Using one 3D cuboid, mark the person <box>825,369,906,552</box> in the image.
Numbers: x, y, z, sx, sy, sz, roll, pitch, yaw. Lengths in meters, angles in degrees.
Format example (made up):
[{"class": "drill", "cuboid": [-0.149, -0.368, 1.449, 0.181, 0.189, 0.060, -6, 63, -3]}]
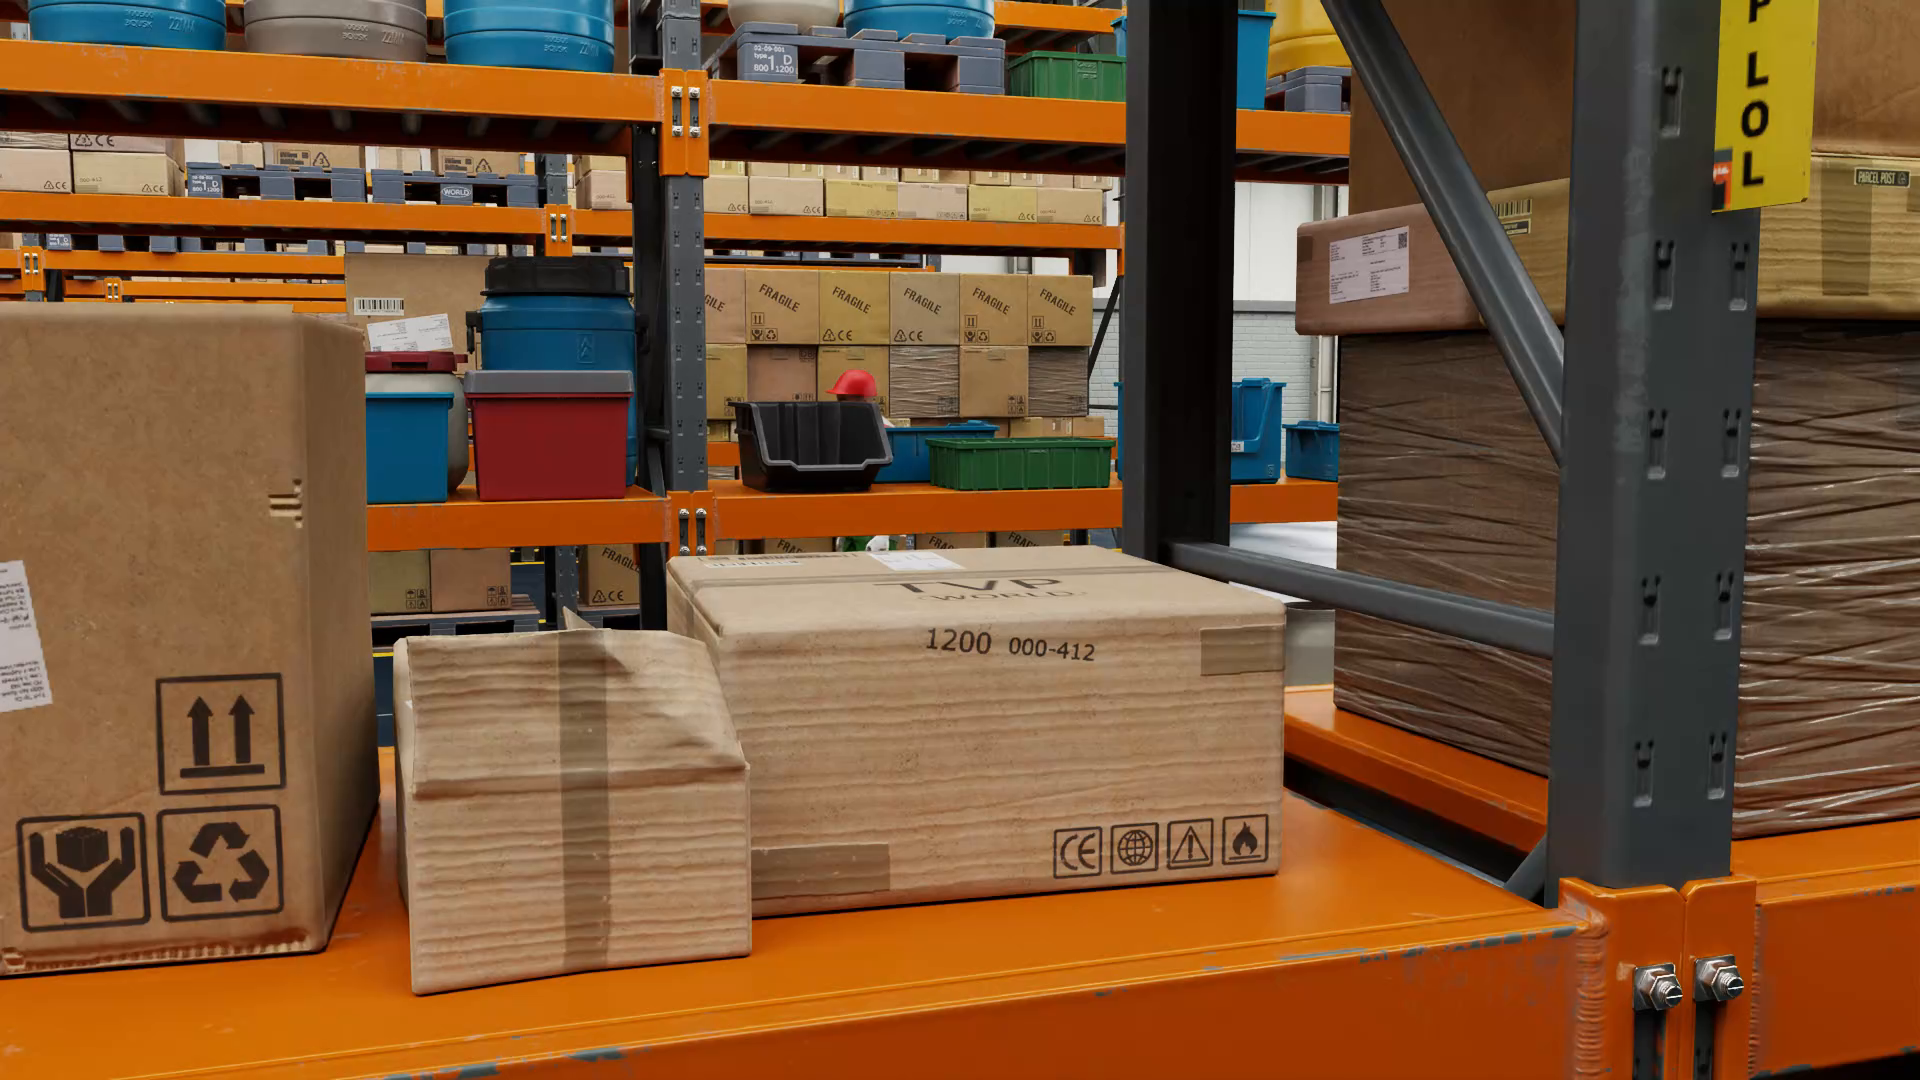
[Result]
[{"class": "person", "cuboid": [-0.509, -0.023, 8.929, 0.451, 1.778, 0.612, -2, 6, -22]}]
